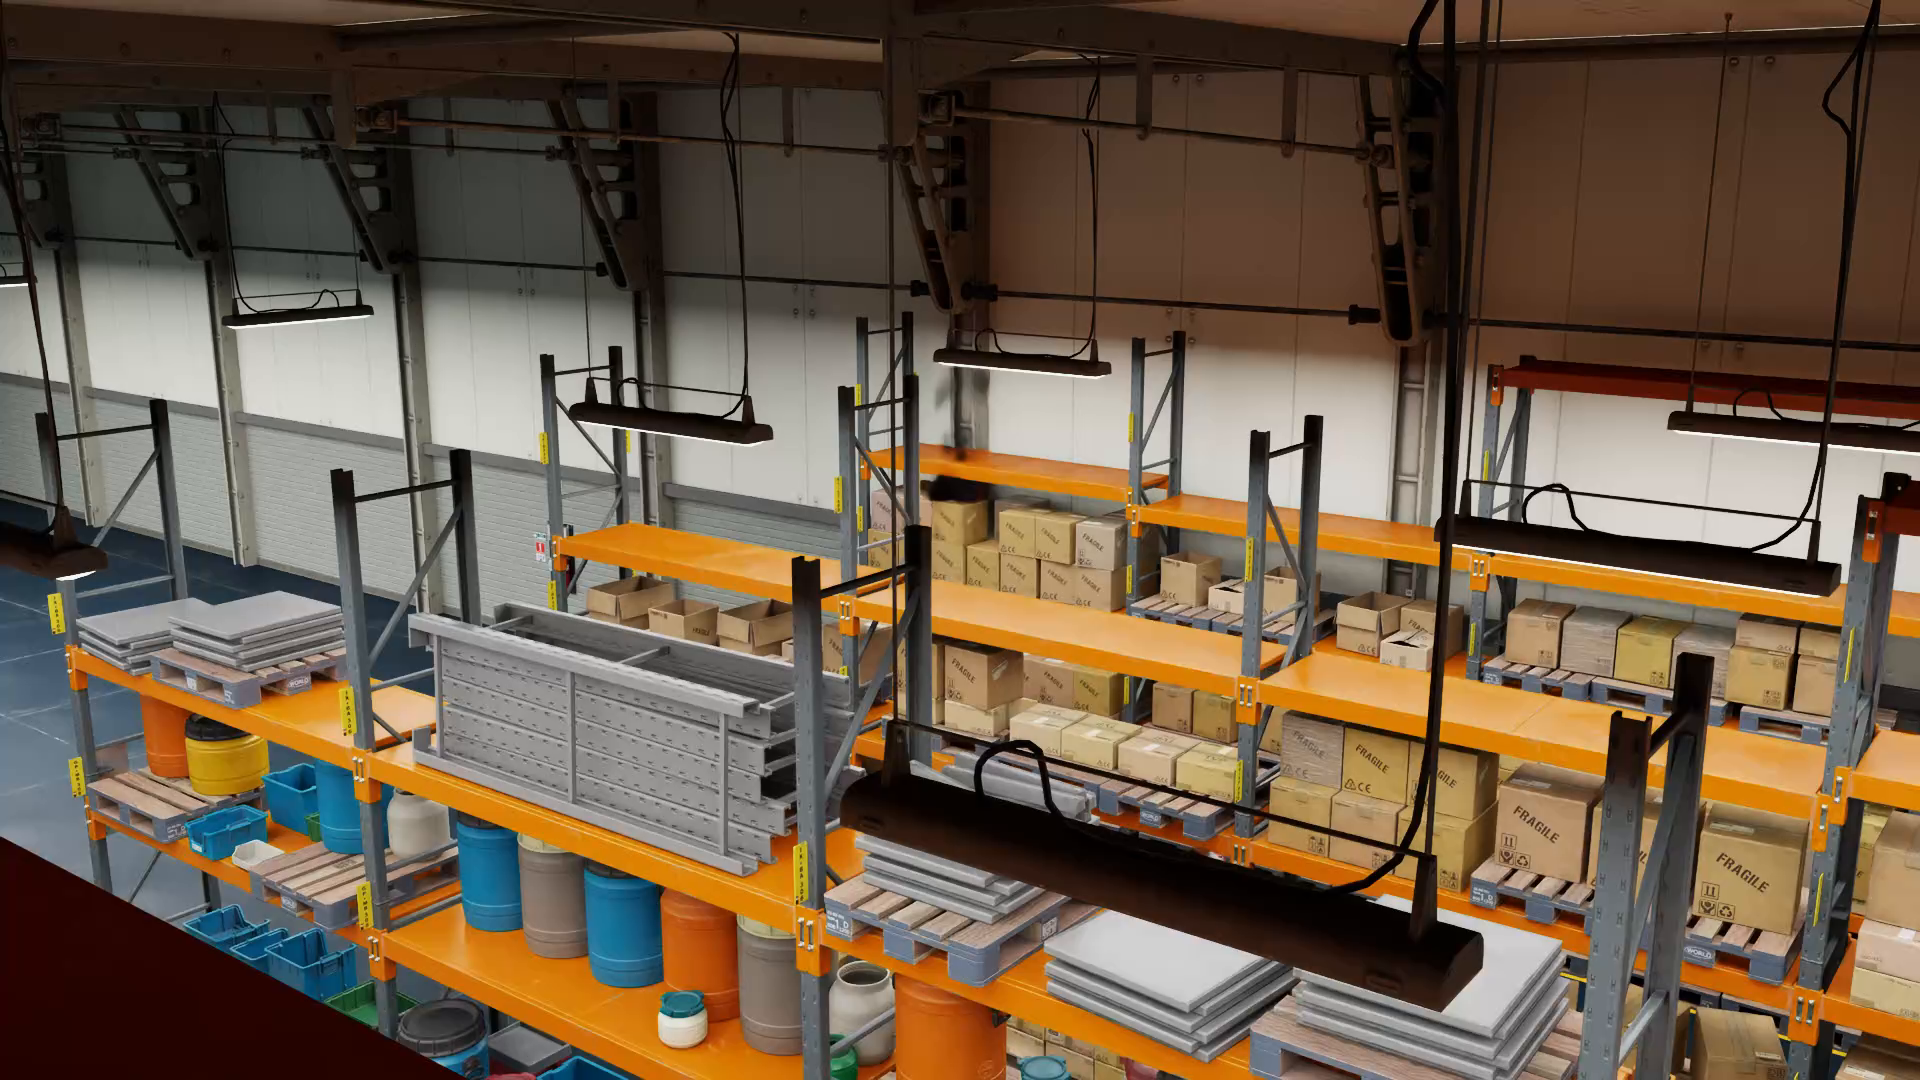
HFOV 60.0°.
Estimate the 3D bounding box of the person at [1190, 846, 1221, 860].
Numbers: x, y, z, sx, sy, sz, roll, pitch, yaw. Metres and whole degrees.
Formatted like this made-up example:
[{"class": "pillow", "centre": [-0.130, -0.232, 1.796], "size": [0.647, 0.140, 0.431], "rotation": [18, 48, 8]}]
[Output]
[{"class": "person", "centre": [2.334, 3.593, 15.813], "size": [0.991, 1.811, 0.655], "rotation": [8, 15, 32]}]
